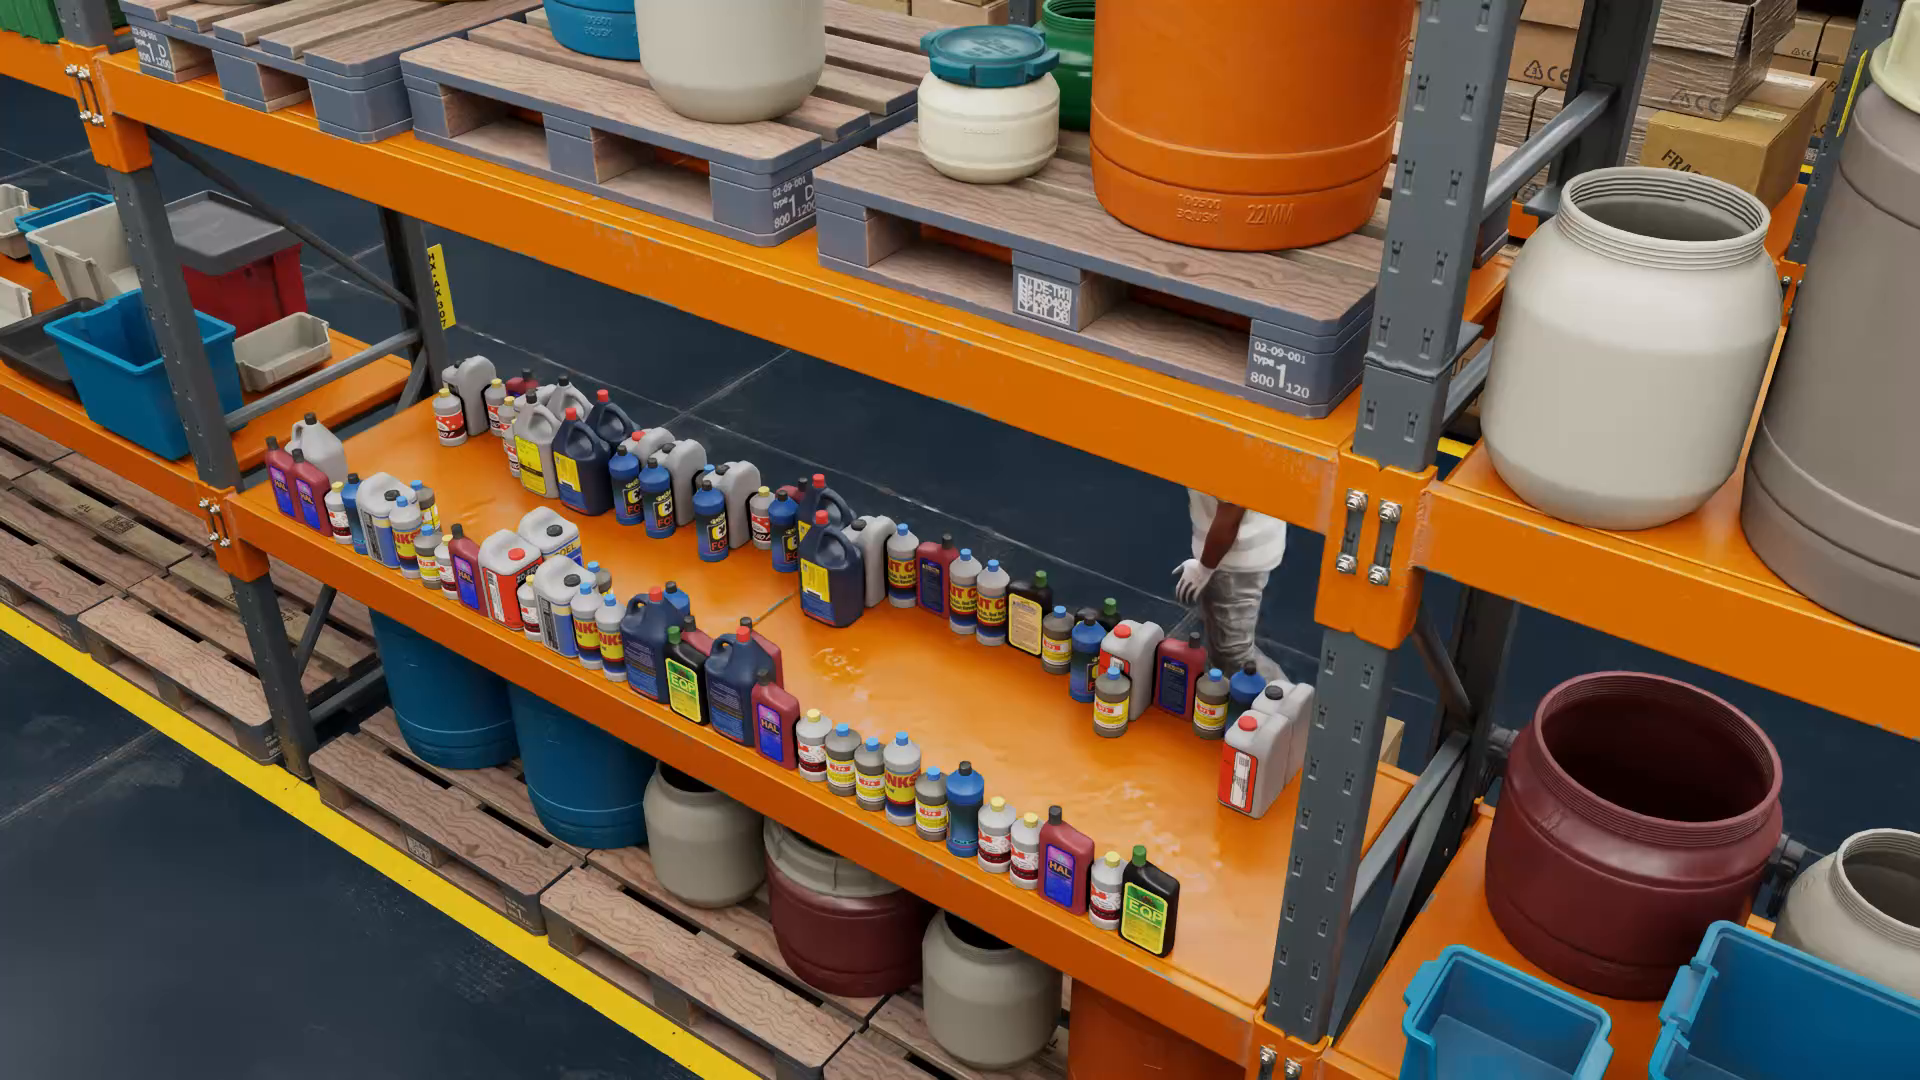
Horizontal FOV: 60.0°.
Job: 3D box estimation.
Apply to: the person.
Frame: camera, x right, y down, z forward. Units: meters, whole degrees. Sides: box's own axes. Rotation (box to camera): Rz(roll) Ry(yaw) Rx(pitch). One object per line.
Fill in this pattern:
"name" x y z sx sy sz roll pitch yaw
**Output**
"person" 1.090 0.008 6.059 0.599 1.724 0.558 9 35 13
